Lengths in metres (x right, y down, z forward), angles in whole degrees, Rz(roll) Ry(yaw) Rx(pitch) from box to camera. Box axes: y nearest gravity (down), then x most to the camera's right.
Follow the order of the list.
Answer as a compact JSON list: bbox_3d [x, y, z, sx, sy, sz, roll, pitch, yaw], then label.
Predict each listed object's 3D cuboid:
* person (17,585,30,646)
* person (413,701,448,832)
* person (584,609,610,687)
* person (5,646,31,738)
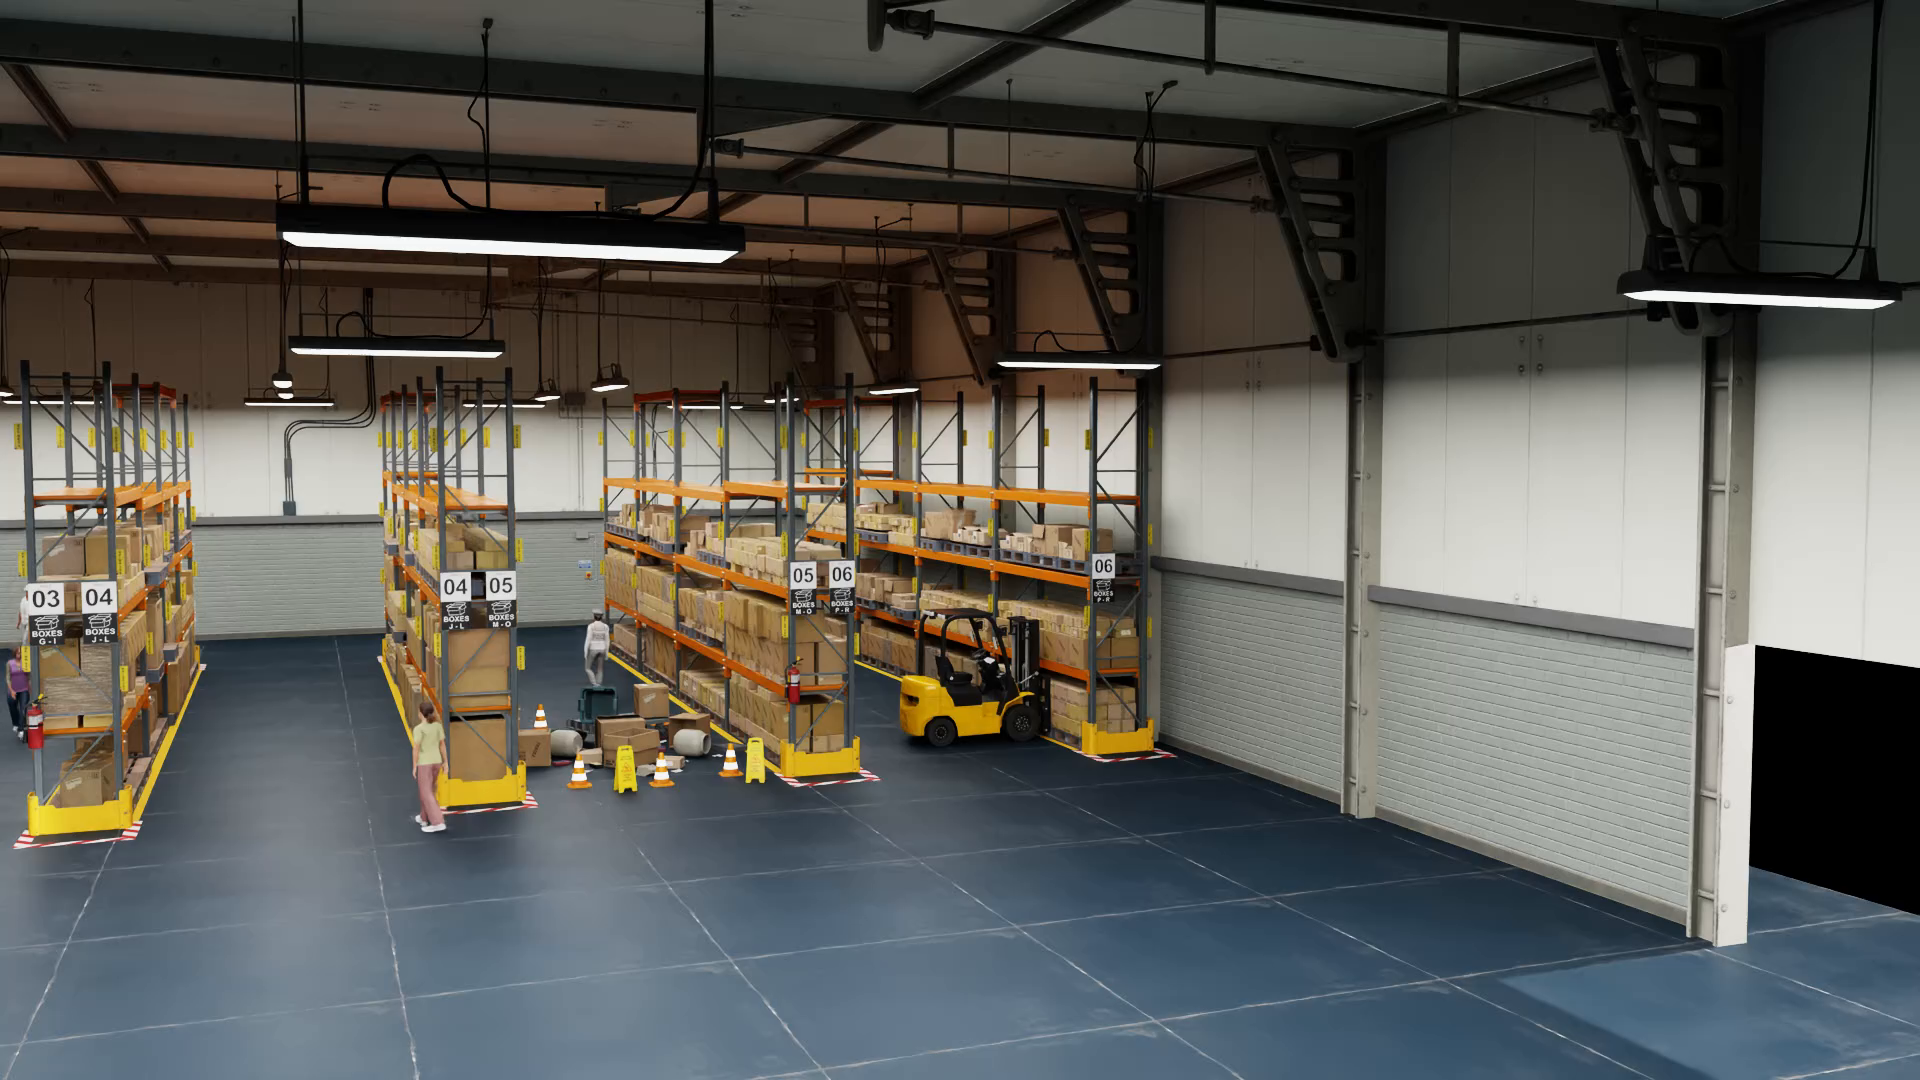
[{"bbox_3d":[-21.039,1.871,37.685,0.607,1.745,0.939,1,4,17],"label":"person"},{"bbox_3d":[-6.853,2.897,21.383,0.800,1.651,0.462,3,4,37],"label":"person"},{"bbox_3d":[-7.098,2.201,32.569,0.520,1.672,0.426,-2,4,-29],"label":"person"},{"bbox_3d":[-15.856,2.543,28.020,0.397,1.514,0.990,-2,4,-31],"label":"person"}]
